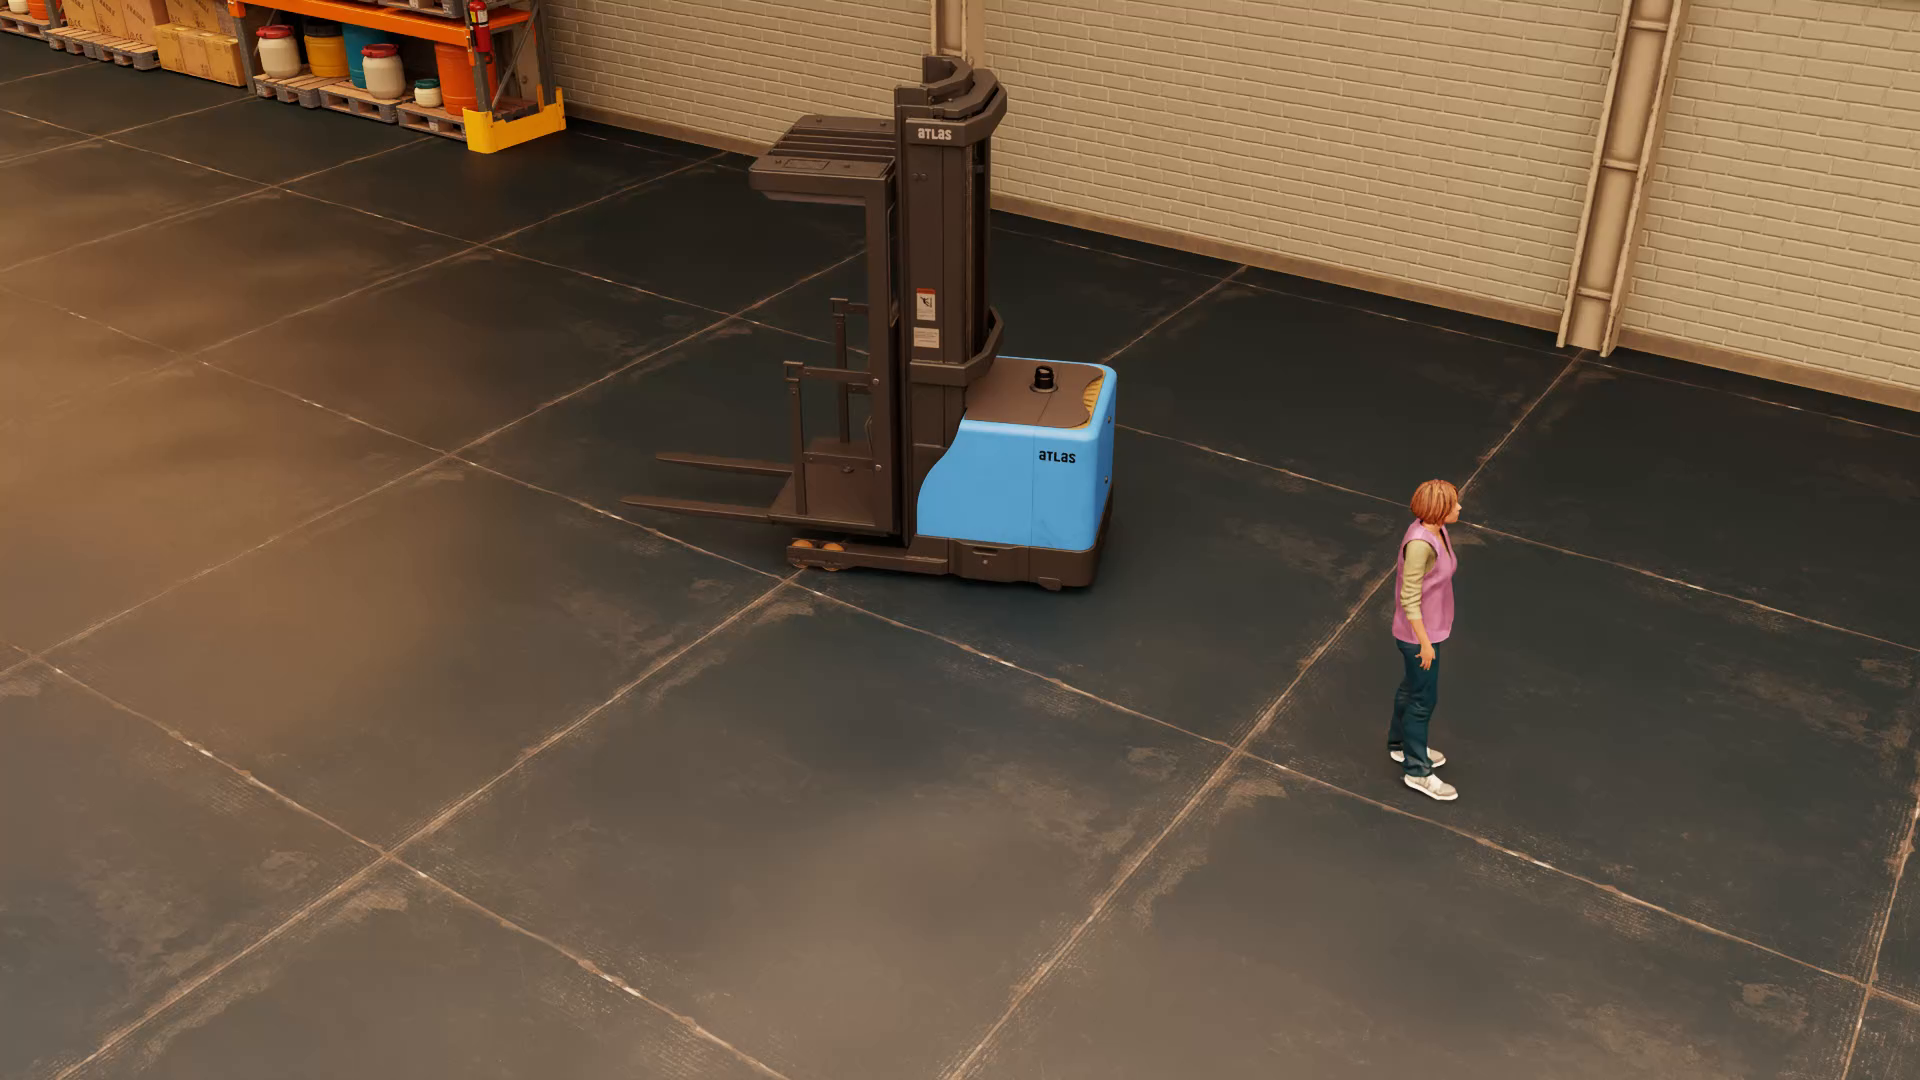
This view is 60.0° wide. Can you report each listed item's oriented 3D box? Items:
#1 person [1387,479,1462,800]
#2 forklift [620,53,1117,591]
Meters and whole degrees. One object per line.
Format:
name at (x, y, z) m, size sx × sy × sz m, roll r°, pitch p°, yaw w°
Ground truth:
person at (2.331, 0.456, 8.110) m, size 0.475 × 1.597 × 0.520 m, roll 12°, pitch 32°, yaw 19°
forklift at (-0.596, -1.330, 9.871) m, size 3.031 × 2.935 × 1.130 m, roll 6°, pitch 31°, yaw 10°
